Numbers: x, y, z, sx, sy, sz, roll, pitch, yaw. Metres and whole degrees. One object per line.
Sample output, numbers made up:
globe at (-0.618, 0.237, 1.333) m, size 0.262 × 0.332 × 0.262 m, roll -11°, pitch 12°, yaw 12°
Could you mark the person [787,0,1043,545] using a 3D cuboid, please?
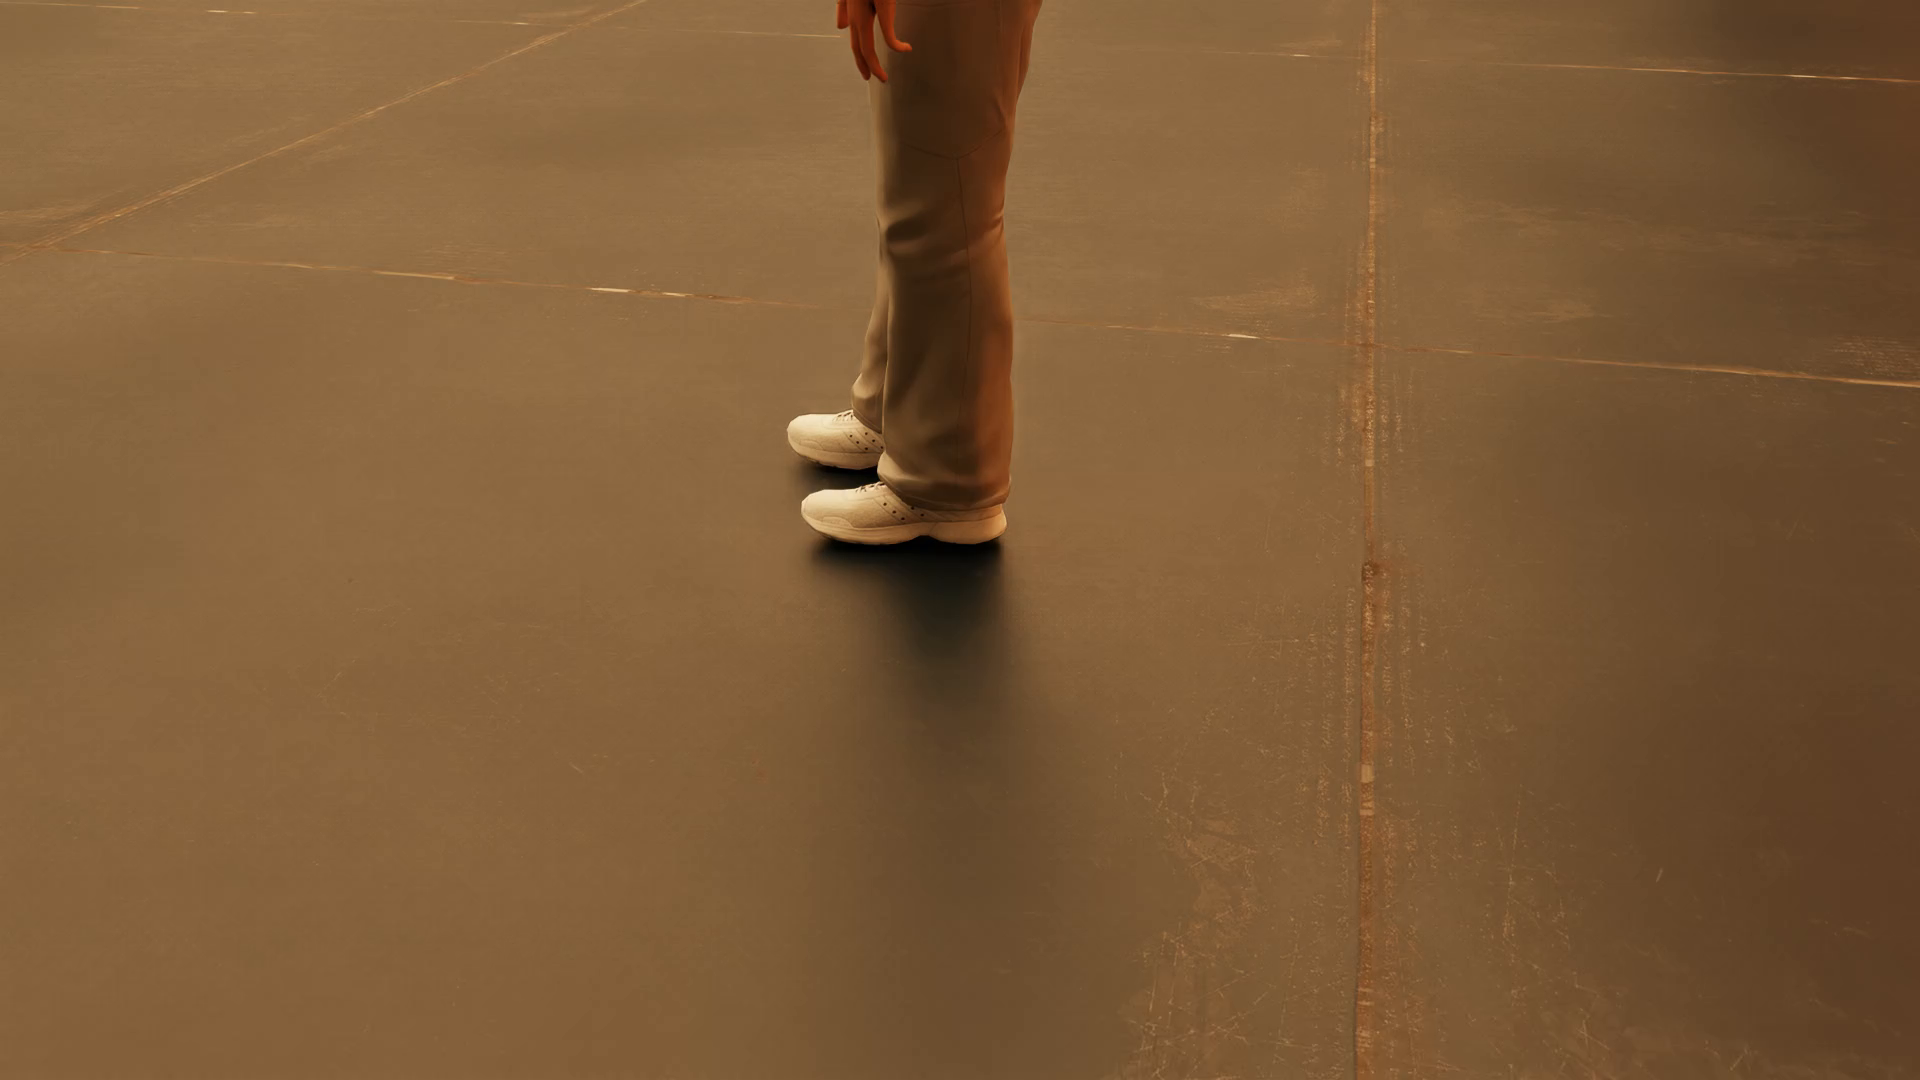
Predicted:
person at (-0.069, -0.768, 2.146) m, size 0.548 × 1.673 × 0.550 m, roll 6°, pitch 27°, yaw 11°
